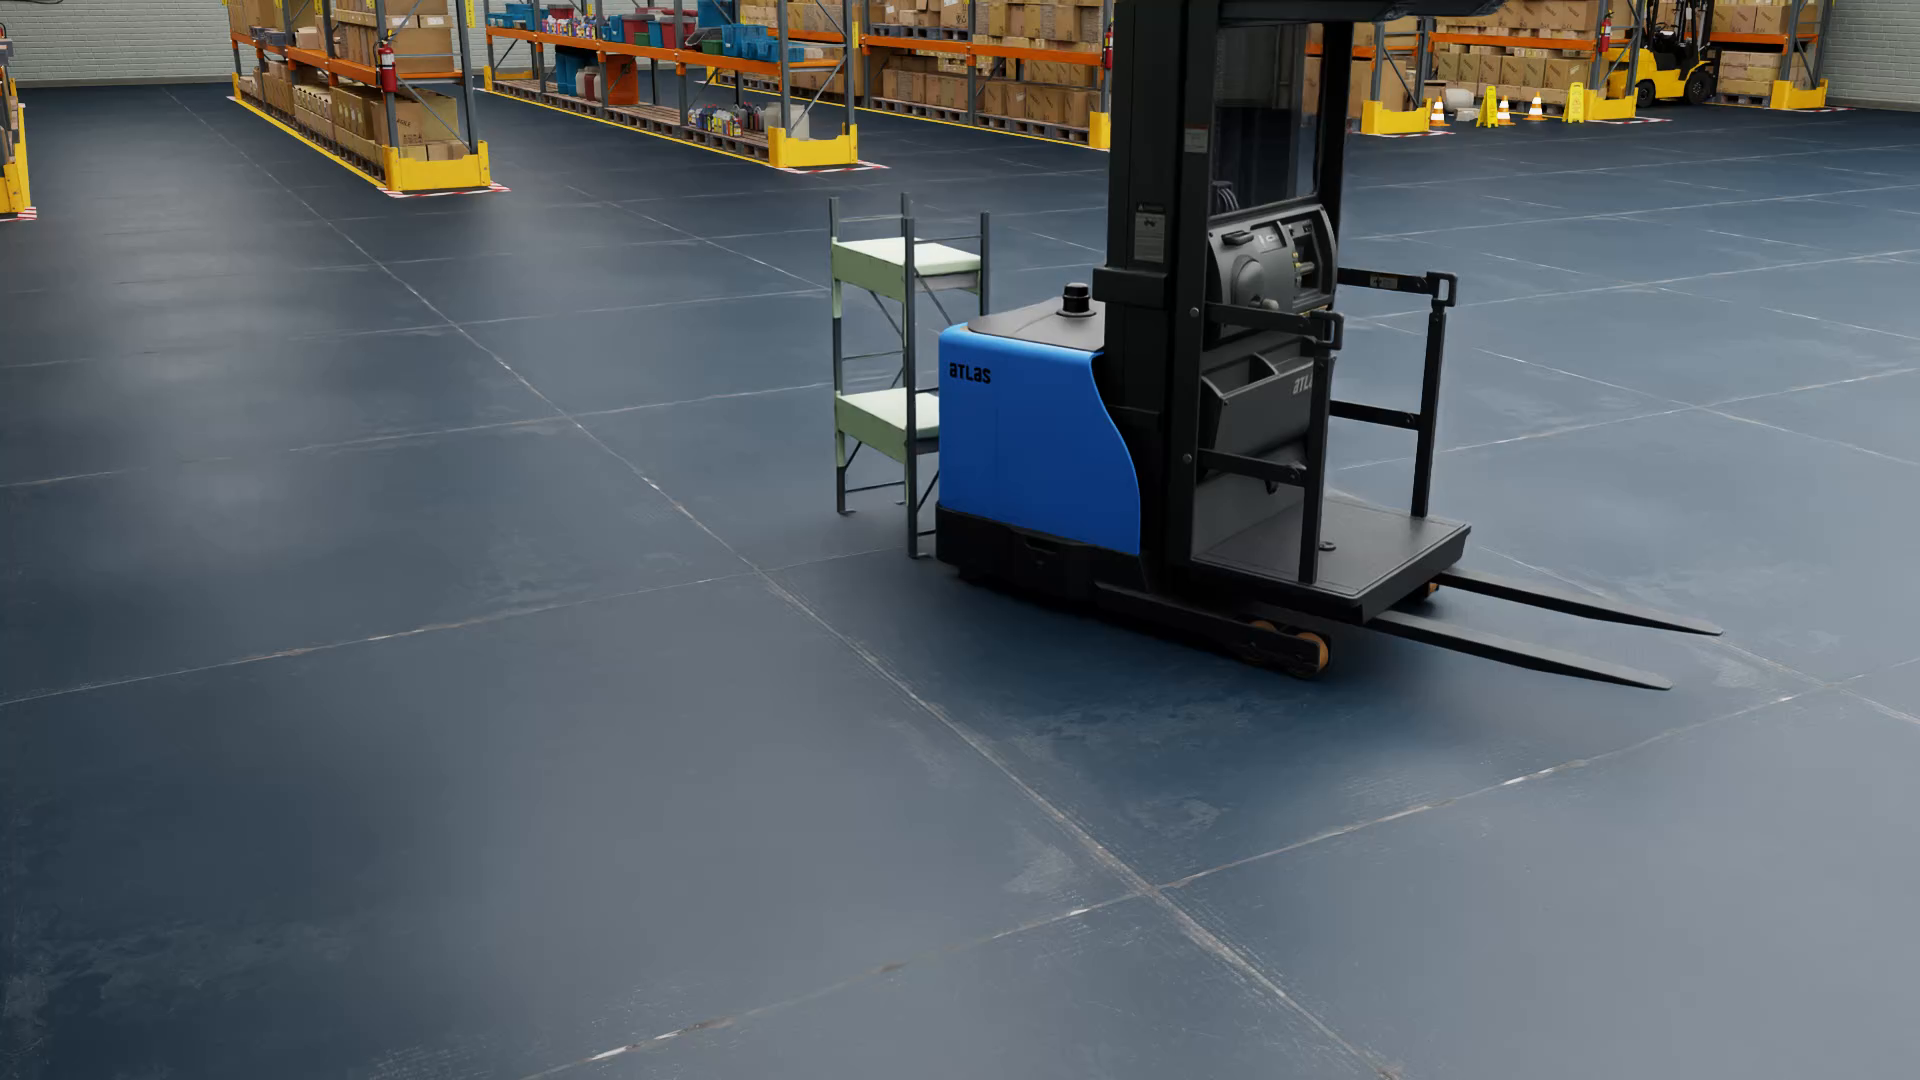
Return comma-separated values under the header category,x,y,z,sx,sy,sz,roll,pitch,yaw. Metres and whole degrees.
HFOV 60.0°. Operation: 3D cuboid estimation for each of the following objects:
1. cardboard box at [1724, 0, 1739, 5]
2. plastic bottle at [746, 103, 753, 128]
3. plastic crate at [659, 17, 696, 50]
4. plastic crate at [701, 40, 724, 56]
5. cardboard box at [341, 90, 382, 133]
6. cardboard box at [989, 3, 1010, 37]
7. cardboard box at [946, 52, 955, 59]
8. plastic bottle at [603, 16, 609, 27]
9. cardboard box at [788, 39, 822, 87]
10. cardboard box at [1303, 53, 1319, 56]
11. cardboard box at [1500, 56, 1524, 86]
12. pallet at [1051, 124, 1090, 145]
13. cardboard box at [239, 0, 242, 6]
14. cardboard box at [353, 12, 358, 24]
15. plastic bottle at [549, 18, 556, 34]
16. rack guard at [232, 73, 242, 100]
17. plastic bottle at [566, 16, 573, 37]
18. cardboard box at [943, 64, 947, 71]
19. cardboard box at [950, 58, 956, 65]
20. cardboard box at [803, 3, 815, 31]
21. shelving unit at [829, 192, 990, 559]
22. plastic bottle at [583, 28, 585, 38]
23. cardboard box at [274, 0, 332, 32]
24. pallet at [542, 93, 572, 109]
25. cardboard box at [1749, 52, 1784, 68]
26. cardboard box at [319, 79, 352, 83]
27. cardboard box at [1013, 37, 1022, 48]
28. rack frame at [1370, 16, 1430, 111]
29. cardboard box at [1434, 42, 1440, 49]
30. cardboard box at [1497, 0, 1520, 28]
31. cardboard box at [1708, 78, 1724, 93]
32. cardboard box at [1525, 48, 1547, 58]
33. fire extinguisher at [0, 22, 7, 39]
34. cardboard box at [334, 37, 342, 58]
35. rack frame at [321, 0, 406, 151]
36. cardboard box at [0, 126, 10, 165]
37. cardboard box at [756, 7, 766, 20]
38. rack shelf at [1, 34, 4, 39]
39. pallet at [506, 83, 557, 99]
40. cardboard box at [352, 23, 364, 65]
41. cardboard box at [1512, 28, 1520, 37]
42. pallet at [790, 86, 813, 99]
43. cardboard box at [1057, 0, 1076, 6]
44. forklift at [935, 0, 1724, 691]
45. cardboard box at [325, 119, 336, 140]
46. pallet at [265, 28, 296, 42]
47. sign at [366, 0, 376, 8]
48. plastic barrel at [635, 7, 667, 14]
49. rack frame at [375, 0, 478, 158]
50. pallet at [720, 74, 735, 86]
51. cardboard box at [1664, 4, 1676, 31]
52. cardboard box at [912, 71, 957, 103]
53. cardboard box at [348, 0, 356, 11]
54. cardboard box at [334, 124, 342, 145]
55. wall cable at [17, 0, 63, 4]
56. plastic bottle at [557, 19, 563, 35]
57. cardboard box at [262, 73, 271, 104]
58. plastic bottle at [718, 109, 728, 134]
category,x,y,z,sx,sy,sz,roll,pitch,yaw
cardboard box,14.674,-10.185,31.401,0.380,0.149,0.250,-11,22,-28
plastic bottle,-3.117,-6.317,24.725,0.144,0.351,0.185,-11,22,-29
plastic crate,-4.267,-7.678,25.186,0.402,0.464,0.583,-10,21,-27
plastic crate,-3.372,-7.023,23.709,0.450,0.188,0.662,-10,21,-27
cardboard box,-7.709,-5.575,21.610,0.500,0.500,0.500,-10,21,-27
cardboard box,0.957,-8.223,26.255,0.875,0.500,0.500,-10,21,-27
cardboard box,-0.102,-11.062,37.905,0.380,0.149,0.250,-10,21,-26
plastic bottle,-6.389,-9.238,29.880,0.144,0.351,0.185,-10,21,-27
cardboard box,-2.886,-9.633,33.564,1.225,0.875,0.875,-10,21,-26
cardboard box,5.673,-7.807,28.272,0.875,0.875,0.875,-10,21,-26
cardboard box,10.118,-8.448,29.937,0.500,0.500,0.500,-11,22,-28
pallet,2.100,-6.117,25.036,1.003,0.211,1.213,-10,21,-27
cardboard box,-12.880,-10.003,30.335,0.500,0.500,0.500,-10,21,-26
cardboard box,-7.433,-6.593,20.991,0.380,0.149,0.250,-10,21,-27
plastic bottle,-7.508,-9.497,30.746,0.152,0.276,0.135,-10,21,-27
rack guard,-13.791,-9.031,33.038,1.175,0.500,0.348,-10,21,-27
plastic bottle,-6.968,-9.203,29.778,0.144,0.351,0.185,-10,21,-27
cardboard box,-0.177,-10.877,38.281,0.380,0.149,0.250,-10,21,-27
cardboard box,0.004,-10.941,38.012,0.380,0.149,0.250,-9,21,-24
cardboard box,-2.733,-10.208,32.464,0.500,0.500,0.500,-11,22,-28
shelving unit,-0.232,-0.764,7.545,0.431,1.500,0.755,-10,22,-28
plastic bottle,-6.522,-8.847,28.975,0.097,0.201,0.097,0,19,0
cardboard box,-10.426,-8.347,26.426,0.500,0.500,0.700,16,25,39
pallet,-7.237,-8.307,31.380,1.003,0.211,1.213,-10,21,-27
cardboard box,15.085,-8.935,30.966,0.500,0.250,0.500,-9,21,-25
cardboard box,-10.246,-7.289,27.314,0.500,0.500,0.500,-11,22,-29
cardboard box,1.044,-7.741,25.852,0.380,0.149,0.250,-10,21,-27
rack frame,6.904,-7.914,25.969,1.000,3.000,0.127,-10,21,-27
cardboard box,11.079,-11.359,38.144,0.380,0.149,0.250,-11,22,-28
cardboard box,10.019,-9.448,29.804,0.500,0.500,0.500,-10,21,-26
cardboard box,14.620,-8.754,31.973,0.500,0.250,0.500,-10,21,-26
cardboard box,10.252,-8.627,29.462,0.380,0.149,0.250,-10,21,-26
fire extinguisher,-17.850,-9.368,30.873,0.296,0.674,0.183,-10,21,-27
cardboard box,-8.401,-6.854,23.125,0.500,0.250,0.500,-9,21,-23
rack frame,-8.129,-6.790,22.710,1.000,3.000,0.127,-10,21,-27
cardboard box,-11.412,-4.494,19.215,0.700,0.500,0.500,-12,22,-30
cardboard box,-3.896,-10.924,34.464,0.500,0.250,0.500,-9,21,-25
rack shelf,-17.235,-8.552,28.920,1.077,0.370,4.000,-10,21,-27
pallet,-8.533,-9.090,33.651,1.003,0.211,1.213,-10,21,-27
cardboard box,-7.422,-6.416,21.473,0.700,0.500,0.500,-10,21,-26
cardboard box,10.137,-9.107,29.811,0.380,0.149,0.250,-10,21,-27
pallet,-2.775,-9.092,33.656,1.003,0.211,1.213,-10,21,-27
cardboard box,1.769,-8.098,24.358,0.500,0.500,0.500,-10,21,-27
forklift,1.366,-1.070,6.240,3.031,2.935,1.130,14,24,36
cardboard box,-8.581,-5.763,23.305,0.500,0.250,0.500,-10,22,-27
pallet,-10.956,-8.405,27.685,1.003,0.211,1.213,-10,21,-27
sign,-6.714,-6.221,18.923,0.100,0.325,0.005,-10,21,-27
plastic barrel,-5.180,-8.682,27.986,0.600,0.536,0.708,-10,21,-27
rack frame,-6.229,-5.642,19.383,1.000,3.000,0.127,-10,21,-27
pallet,-4.659,-10.232,36.962,1.003,0.211,1.213,-10,21,-27
cardboard box,14.163,-10.216,32.484,0.500,0.500,0.500,-10,22,-27
cardboard box,-0.423,-7.990,29.345,0.700,0.500,0.500,-8,21,-22
cardboard box,-7.434,-7.035,21.279,0.700,0.500,0.500,-10,21,-27
cardboard box,-8.175,-5.509,22.568,0.500,0.250,0.500,-10,21,-27
wall cable,-20.556,-12.513,34.860,3.097,2.526,0.112,-10,21,-27
plastic bottle,-7.242,-9.336,30.280,0.152,0.276,0.135,-10,21,-27
cardboard box,-11.912,-7.936,29.190,0.500,0.500,0.500,-11,22,-29
plastic bottle,-3.370,-5.986,23.768,0.144,0.351,0.185,-9,21,-24
